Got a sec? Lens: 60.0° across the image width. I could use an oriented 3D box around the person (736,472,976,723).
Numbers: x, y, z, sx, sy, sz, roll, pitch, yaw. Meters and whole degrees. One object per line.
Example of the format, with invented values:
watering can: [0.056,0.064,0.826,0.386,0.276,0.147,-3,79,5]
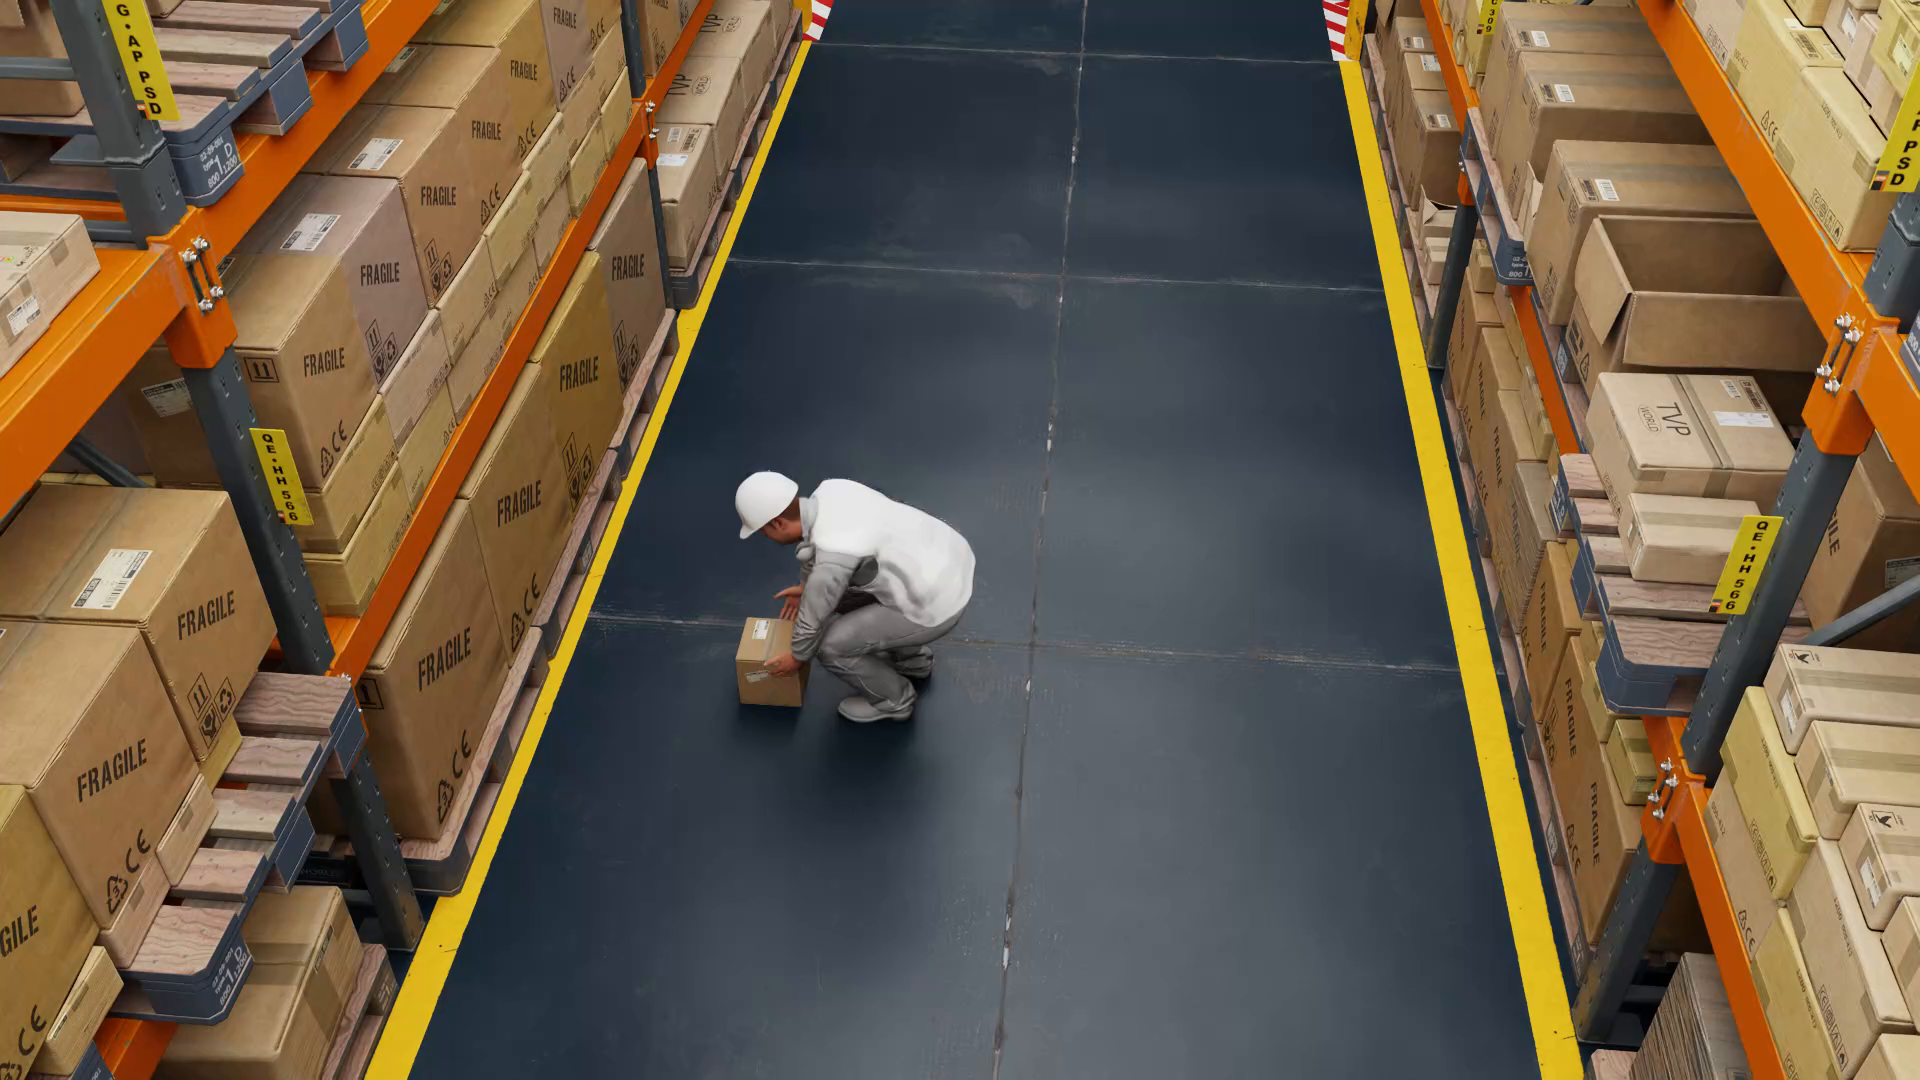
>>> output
person: [-0.387,0.206,6.396,0.876,1.126,0.558,3,40,4]
